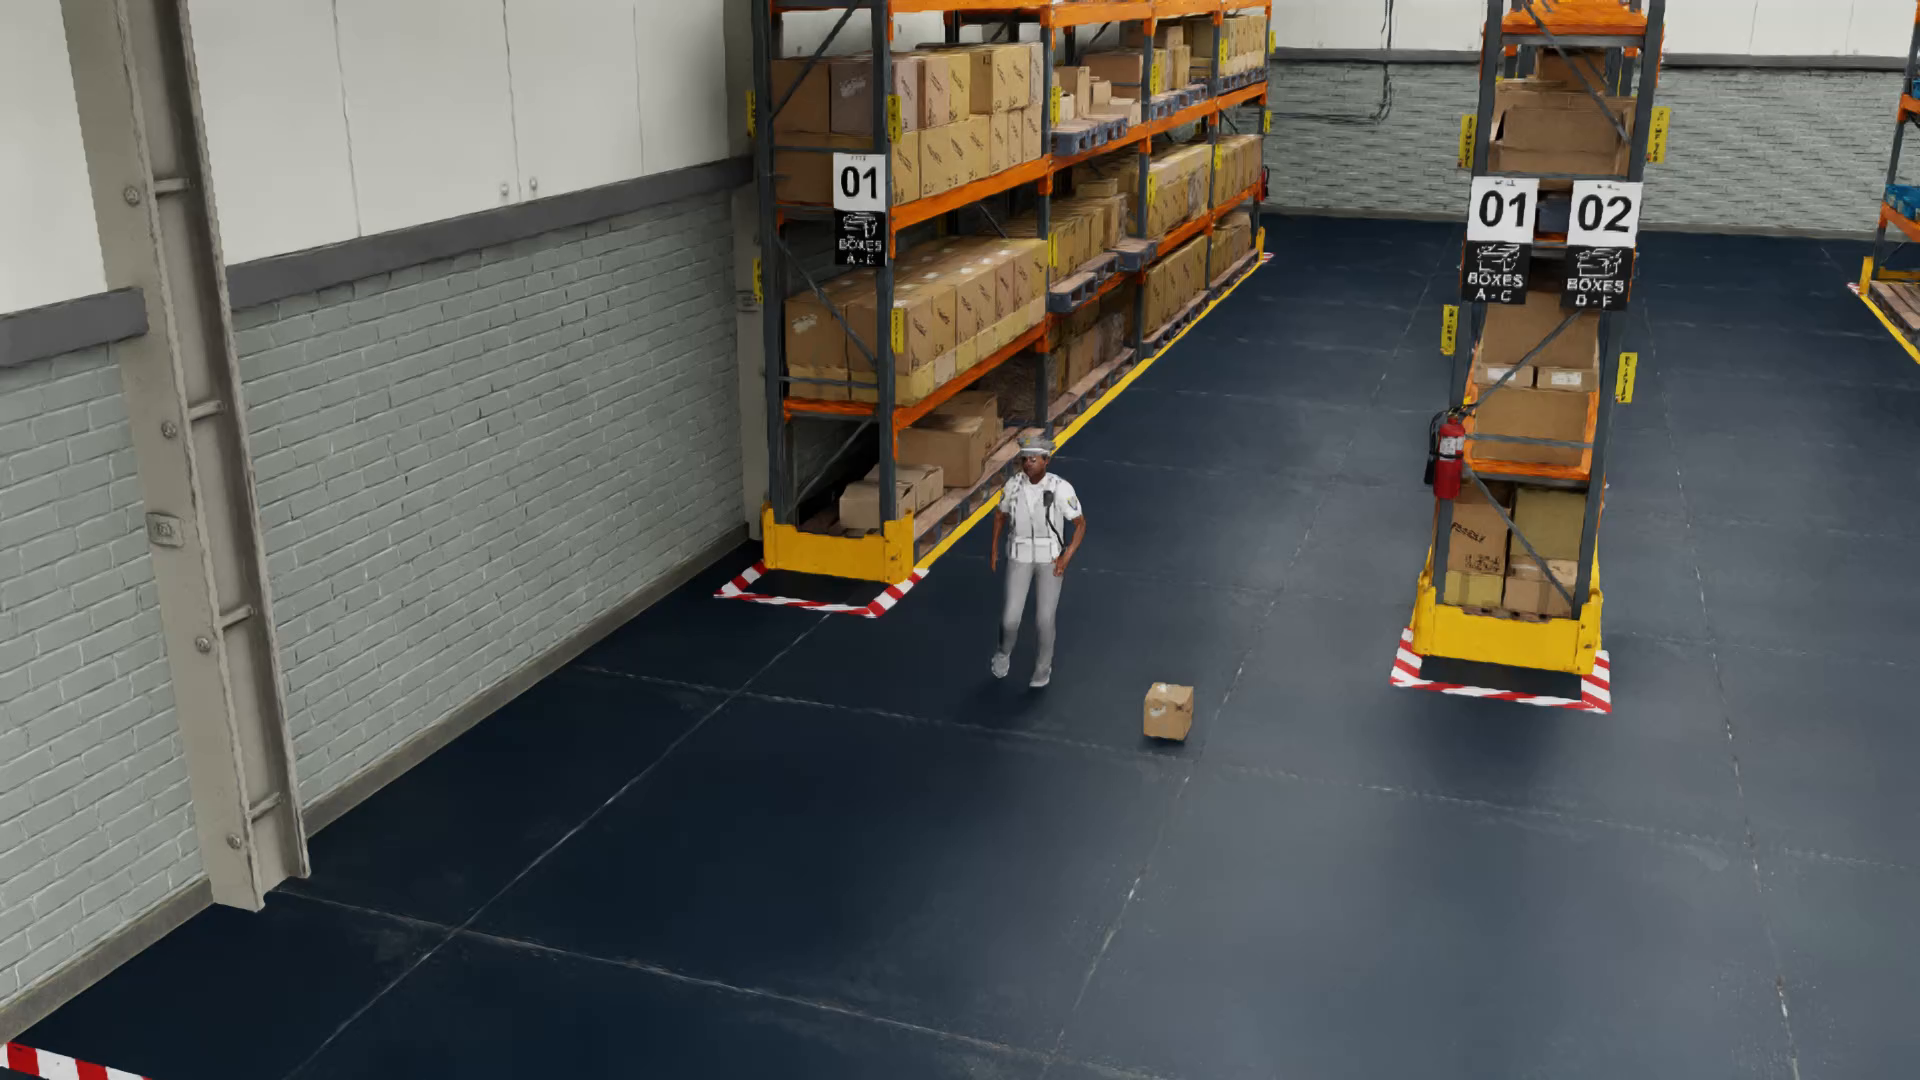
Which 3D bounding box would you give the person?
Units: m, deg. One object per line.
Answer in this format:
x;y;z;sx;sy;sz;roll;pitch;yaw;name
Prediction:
0.492;0.143;10.646;0.617;1.665;0.470;3;19;8;person
